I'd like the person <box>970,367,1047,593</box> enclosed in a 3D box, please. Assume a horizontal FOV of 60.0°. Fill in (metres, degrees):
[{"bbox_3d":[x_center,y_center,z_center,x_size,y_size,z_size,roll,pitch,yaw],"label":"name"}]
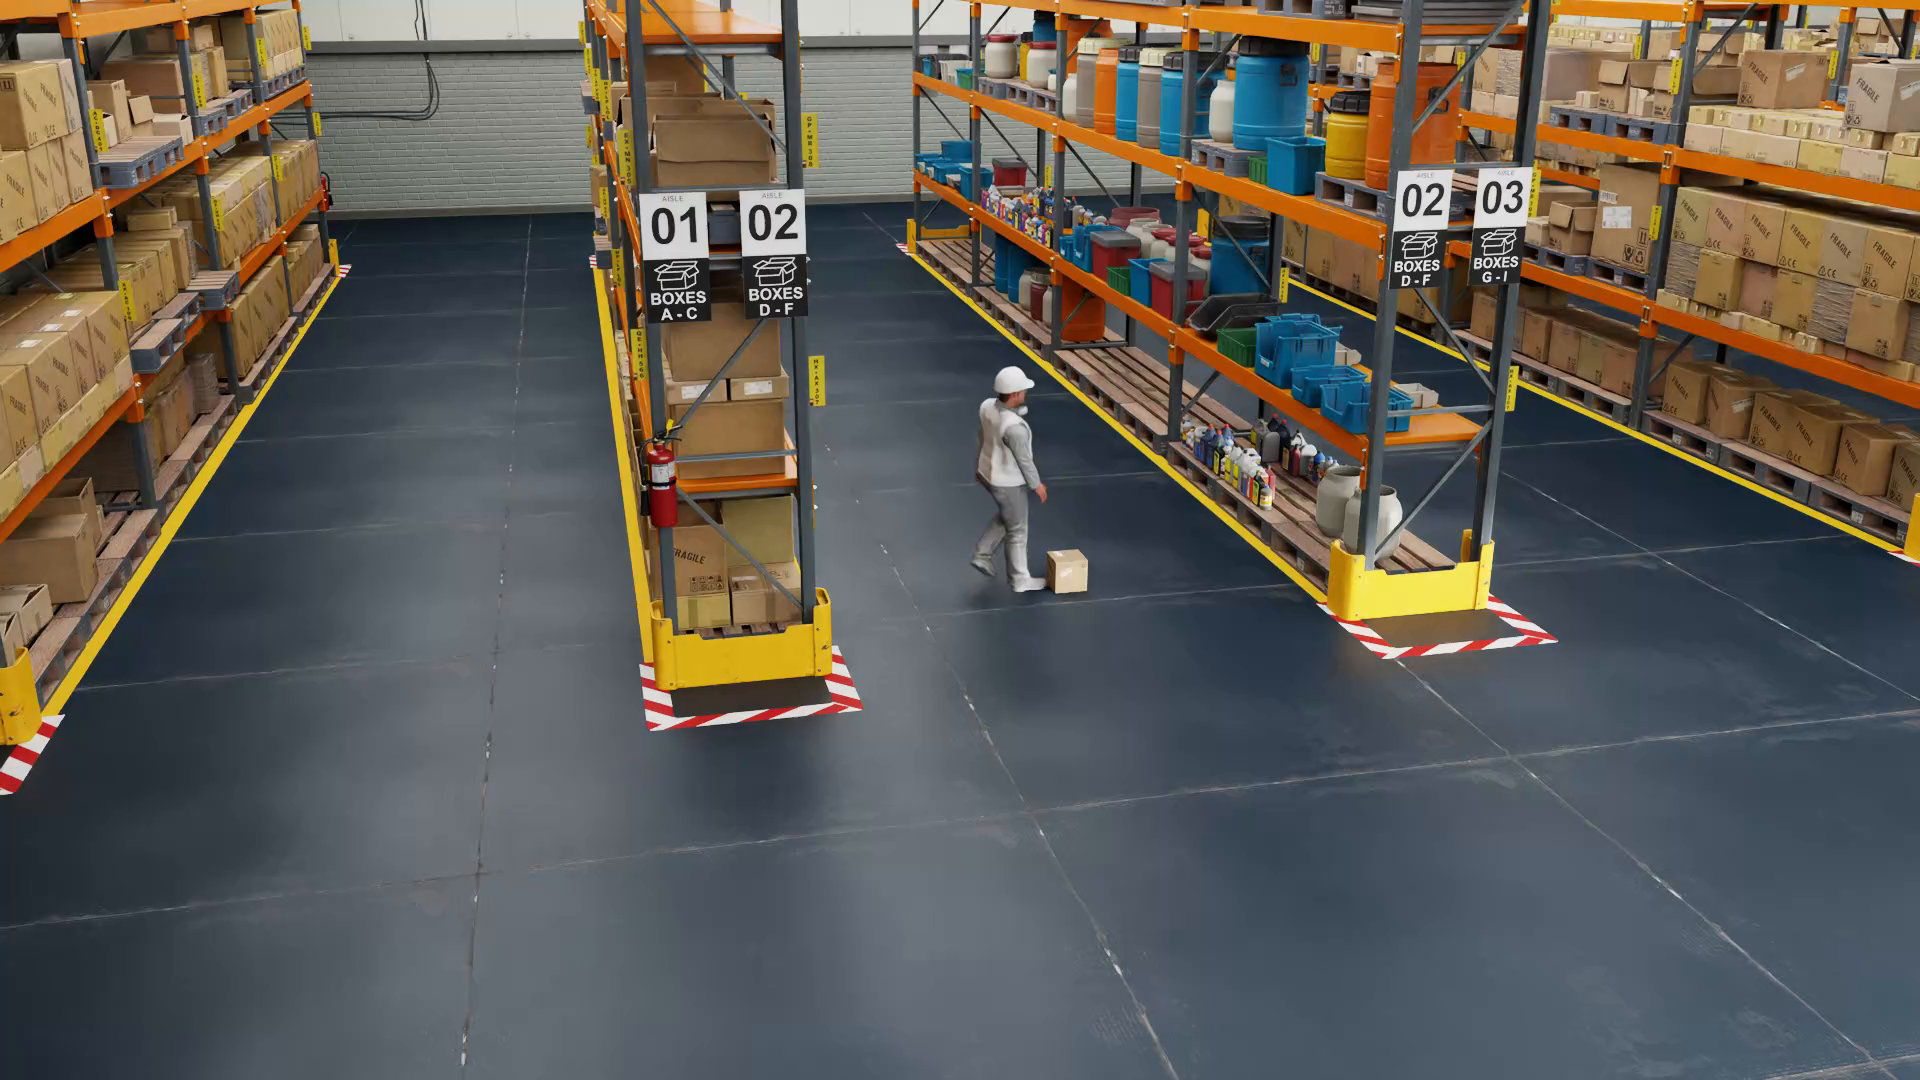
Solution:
[{"bbox_3d":[0.407,-0.452,12.289,0.541,1.773,0.648,-7,21,-19],"label":"person"}]
